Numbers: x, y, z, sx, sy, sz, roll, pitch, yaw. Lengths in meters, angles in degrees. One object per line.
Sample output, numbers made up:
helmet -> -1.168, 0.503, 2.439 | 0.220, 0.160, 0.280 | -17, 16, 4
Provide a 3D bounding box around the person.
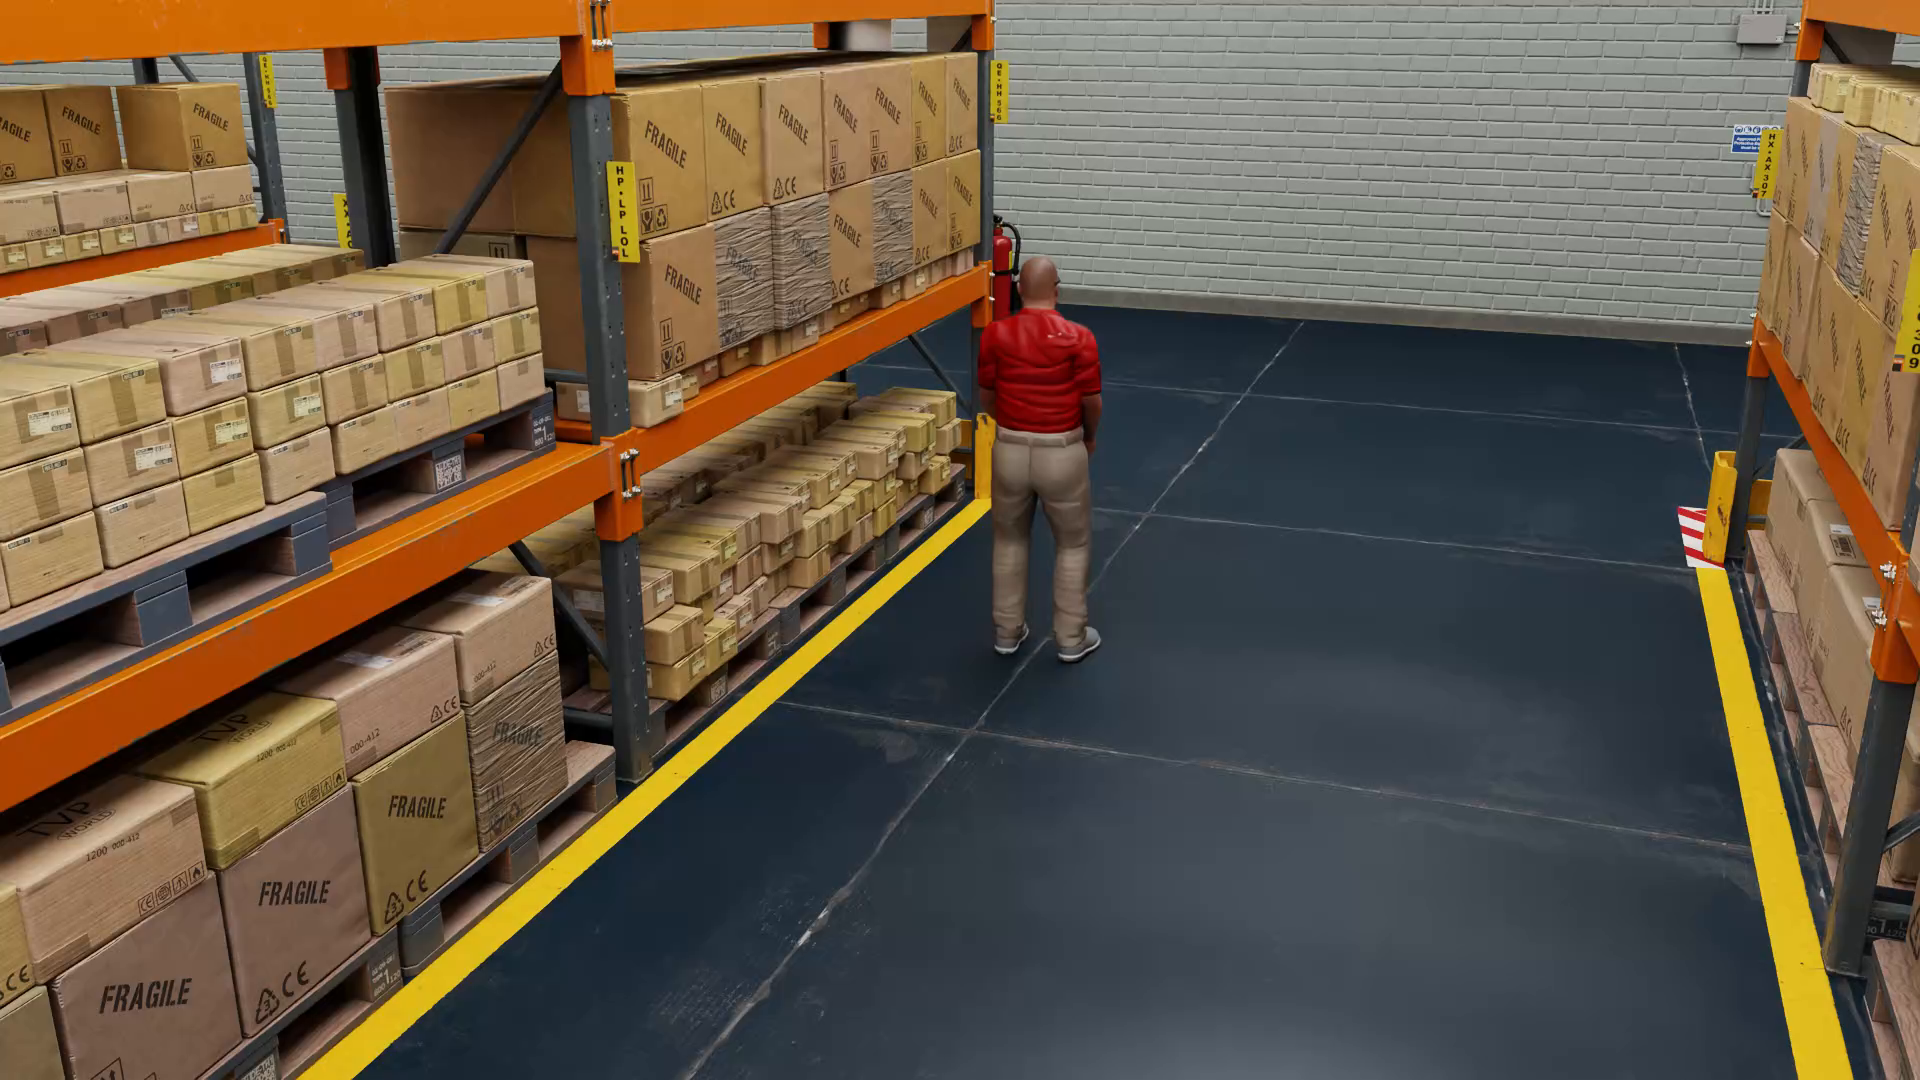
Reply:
person -> 0.354, -0.353, 7.124 | 0.532, 1.733, 0.470 | 6, 19, 17
